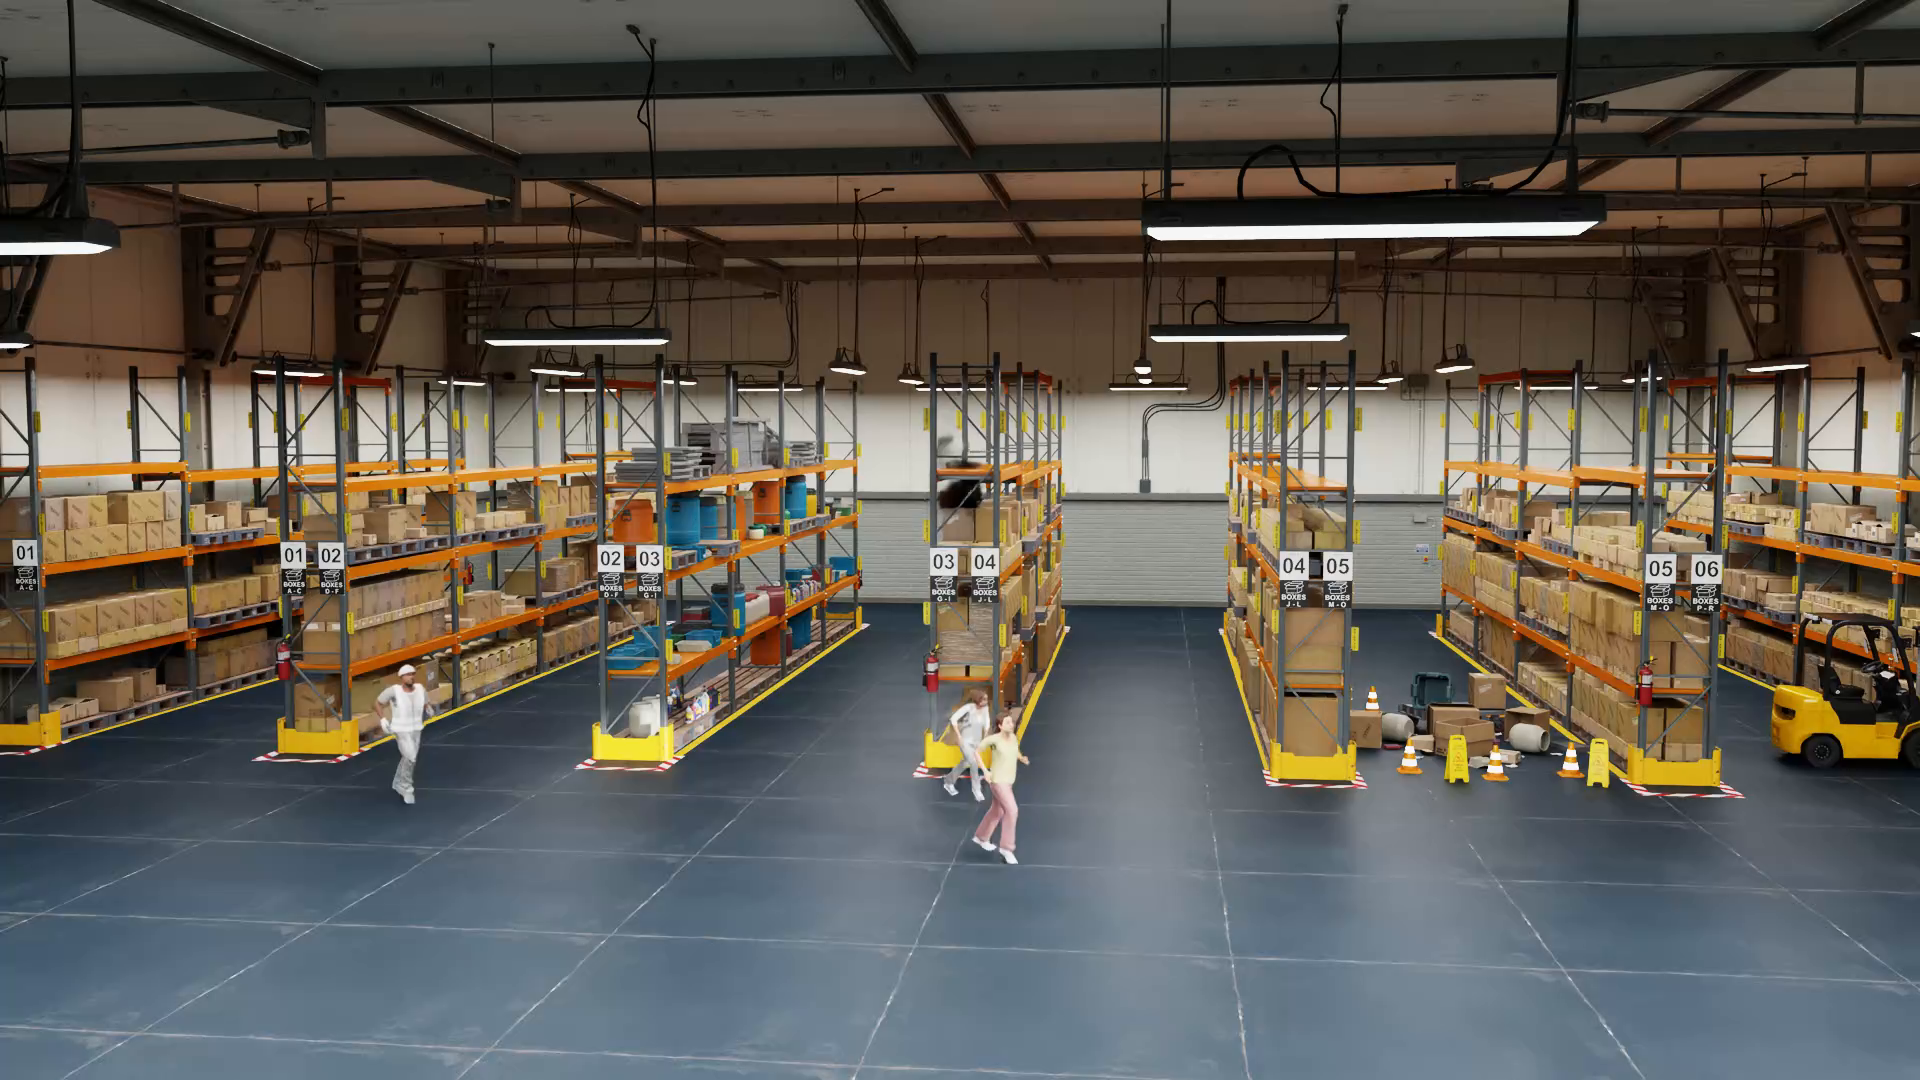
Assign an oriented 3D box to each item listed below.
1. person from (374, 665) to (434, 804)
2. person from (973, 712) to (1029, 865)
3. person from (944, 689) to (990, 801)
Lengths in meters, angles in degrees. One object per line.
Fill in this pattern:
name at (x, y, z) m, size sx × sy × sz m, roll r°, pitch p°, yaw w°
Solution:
person at (-7.319, 2.565, 22.076) m, size 0.778 × 1.840 × 0.662 m, roll 3°, pitch 5°, yaw 35°
person at (0.455, 2.815, 19.127) m, size 0.748 × 1.718 × 0.569 m, roll 3°, pitch 5°, yaw 37°
person at (0.094, 2.707, 22.167) m, size 0.552 × 1.521 × 0.798 m, roll -3°, pitch 5°, yaw -37°
